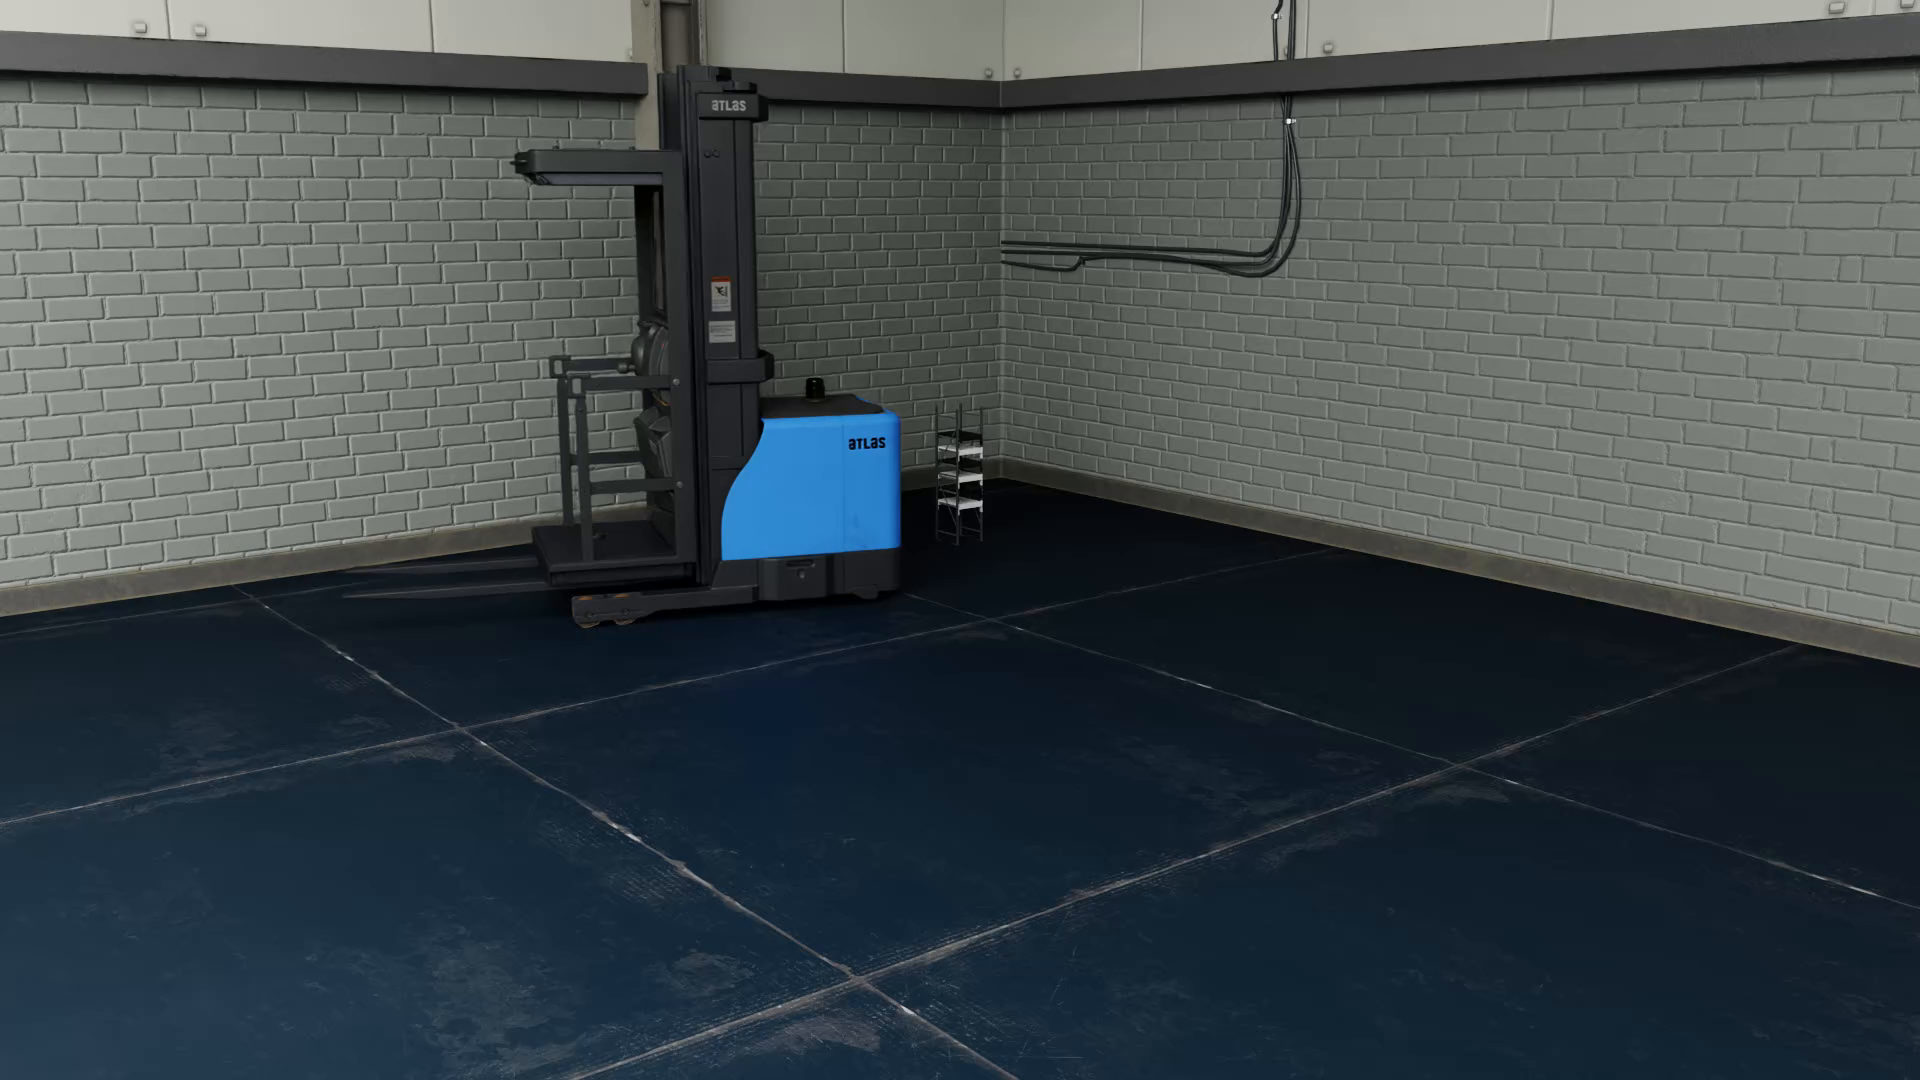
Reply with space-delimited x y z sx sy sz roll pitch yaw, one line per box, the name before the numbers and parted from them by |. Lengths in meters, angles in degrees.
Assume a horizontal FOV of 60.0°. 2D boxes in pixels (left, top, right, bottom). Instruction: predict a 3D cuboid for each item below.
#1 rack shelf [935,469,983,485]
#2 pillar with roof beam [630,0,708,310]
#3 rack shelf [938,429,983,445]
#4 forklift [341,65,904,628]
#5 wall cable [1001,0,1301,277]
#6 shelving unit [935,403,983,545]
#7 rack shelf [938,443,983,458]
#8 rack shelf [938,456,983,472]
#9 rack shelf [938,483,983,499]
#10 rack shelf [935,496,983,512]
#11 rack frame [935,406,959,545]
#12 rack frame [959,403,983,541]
rack shelf | -0.006 -0.407 11.037 0.200 0.077 0.258 -9 15 -38
pillar with roof beam | 0.779 -3.808 7.395 0.400 9.000 9.100 -9 15 -38
rack shelf | -0.006 -0.671 10.981 0.200 0.077 0.258 -9 15 -38
forklift | -1.894 -1.086 9.187 3.031 2.935 1.130 -4 13 -18
wall cable | 1.216 -3.155 11.796 0.112 2.526 3.097 -9 15 -38
shelving unit | -0.006 -0.439 11.030 0.210 0.900 0.258 -9 15 -38
rack shelf | -0.006 -0.583 11.000 0.200 0.077 0.258 -9 15 -38
rack shelf | -0.006 -0.495 11.019 0.200 0.077 0.258 -9 15 -38
rack shelf | -0.006 -0.318 11.056 0.200 0.077 0.258 -9 15 -38
rack shelf | -0.006 -0.230 11.075 0.200 0.077 0.258 -9 15 -38
rack frame | -0.086 -0.426 10.968 0.006 0.900 0.240 -9 15 -38
rack frame | 0.073 -0.452 11.092 0.006 0.900 0.240 -9 15 -38
